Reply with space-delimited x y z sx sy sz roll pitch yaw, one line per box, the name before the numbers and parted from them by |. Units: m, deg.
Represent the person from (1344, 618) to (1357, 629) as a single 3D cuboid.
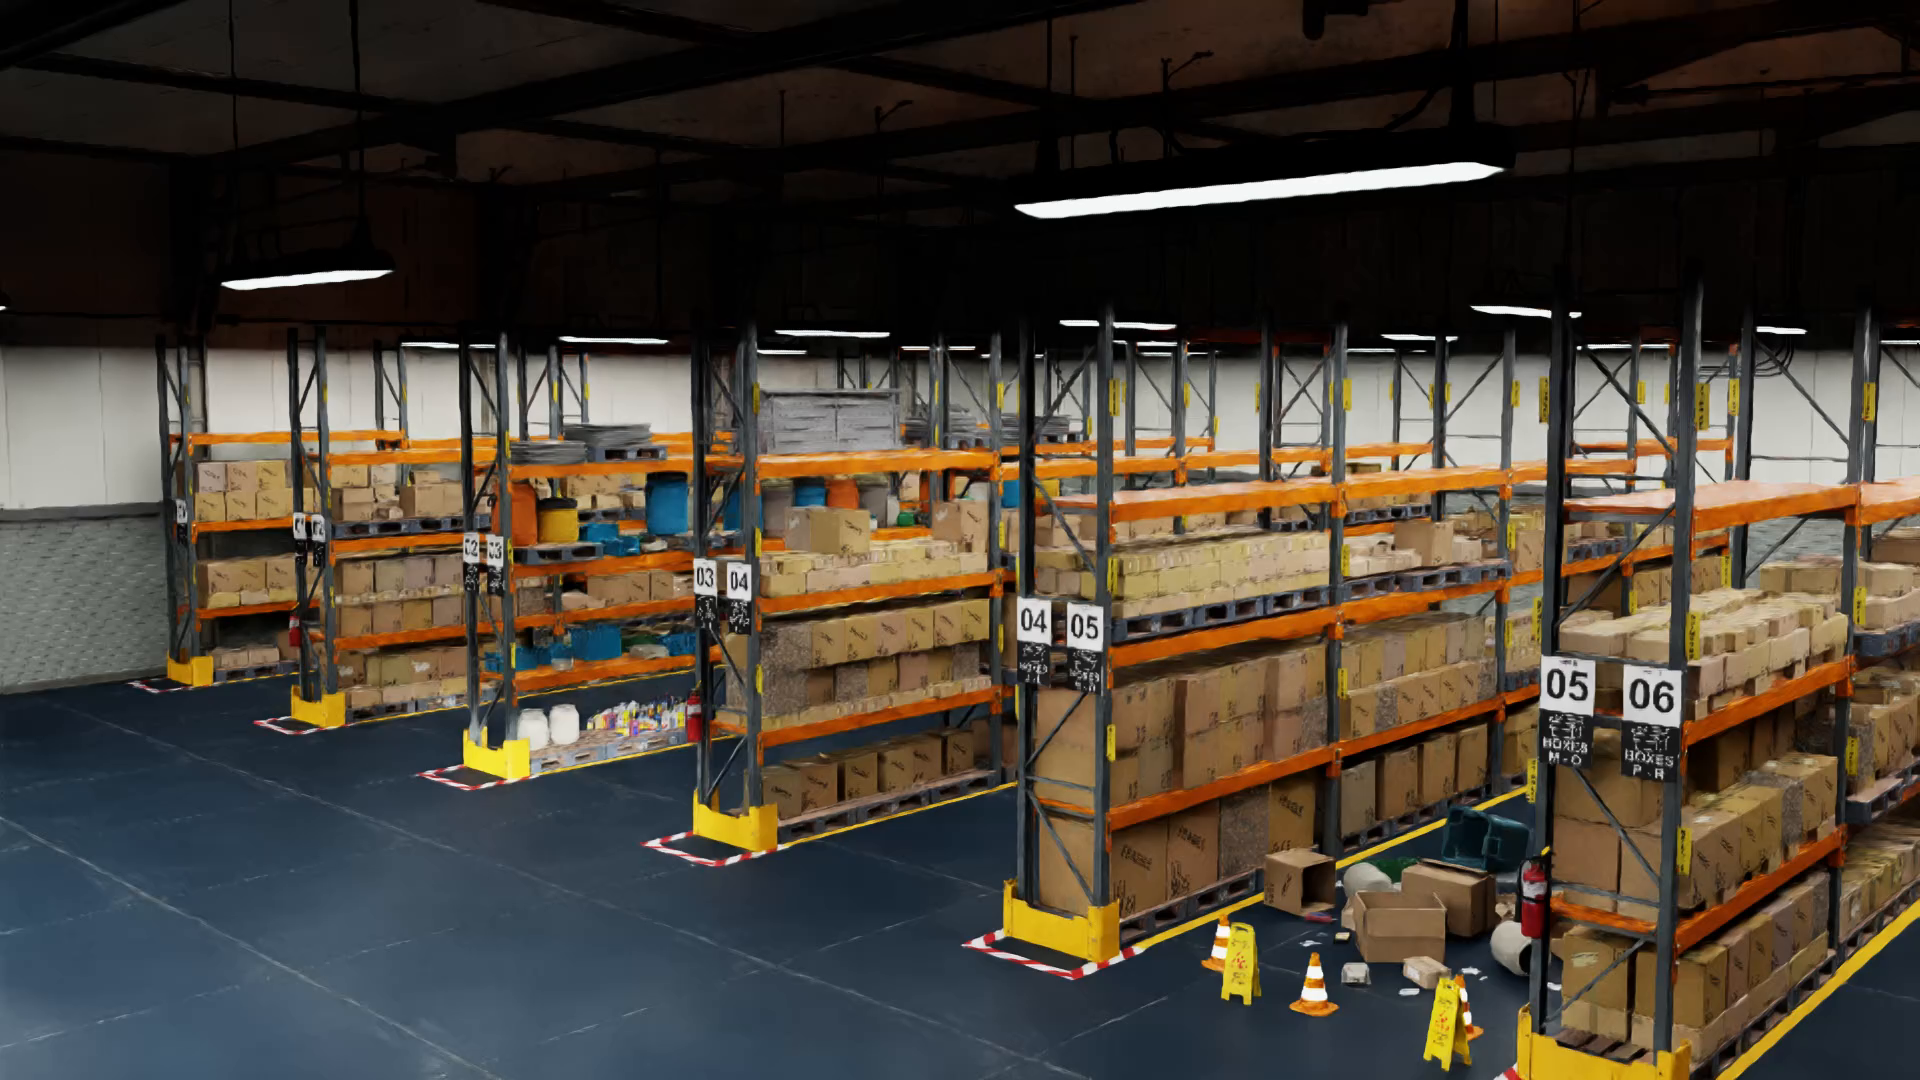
person | 5.885 1.897 25.119 0.447 1.784 0.678 2 6 22
